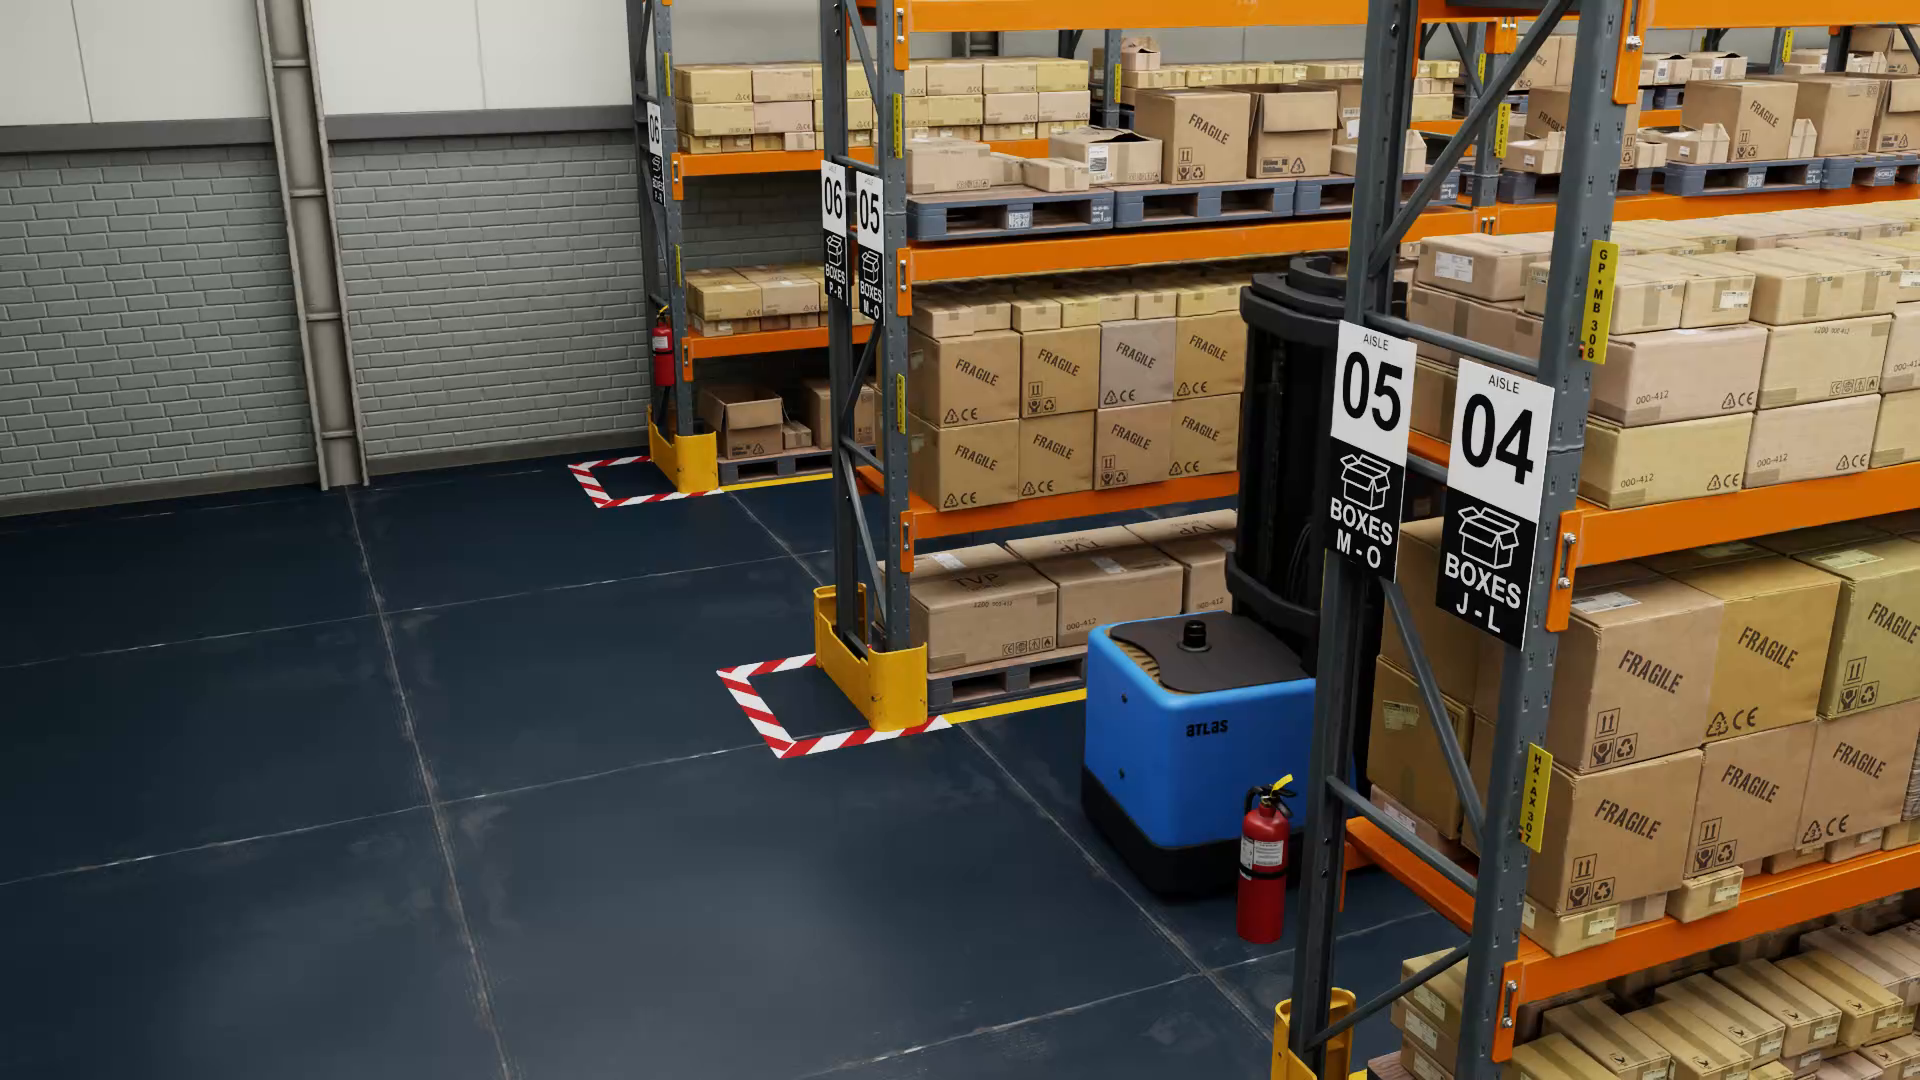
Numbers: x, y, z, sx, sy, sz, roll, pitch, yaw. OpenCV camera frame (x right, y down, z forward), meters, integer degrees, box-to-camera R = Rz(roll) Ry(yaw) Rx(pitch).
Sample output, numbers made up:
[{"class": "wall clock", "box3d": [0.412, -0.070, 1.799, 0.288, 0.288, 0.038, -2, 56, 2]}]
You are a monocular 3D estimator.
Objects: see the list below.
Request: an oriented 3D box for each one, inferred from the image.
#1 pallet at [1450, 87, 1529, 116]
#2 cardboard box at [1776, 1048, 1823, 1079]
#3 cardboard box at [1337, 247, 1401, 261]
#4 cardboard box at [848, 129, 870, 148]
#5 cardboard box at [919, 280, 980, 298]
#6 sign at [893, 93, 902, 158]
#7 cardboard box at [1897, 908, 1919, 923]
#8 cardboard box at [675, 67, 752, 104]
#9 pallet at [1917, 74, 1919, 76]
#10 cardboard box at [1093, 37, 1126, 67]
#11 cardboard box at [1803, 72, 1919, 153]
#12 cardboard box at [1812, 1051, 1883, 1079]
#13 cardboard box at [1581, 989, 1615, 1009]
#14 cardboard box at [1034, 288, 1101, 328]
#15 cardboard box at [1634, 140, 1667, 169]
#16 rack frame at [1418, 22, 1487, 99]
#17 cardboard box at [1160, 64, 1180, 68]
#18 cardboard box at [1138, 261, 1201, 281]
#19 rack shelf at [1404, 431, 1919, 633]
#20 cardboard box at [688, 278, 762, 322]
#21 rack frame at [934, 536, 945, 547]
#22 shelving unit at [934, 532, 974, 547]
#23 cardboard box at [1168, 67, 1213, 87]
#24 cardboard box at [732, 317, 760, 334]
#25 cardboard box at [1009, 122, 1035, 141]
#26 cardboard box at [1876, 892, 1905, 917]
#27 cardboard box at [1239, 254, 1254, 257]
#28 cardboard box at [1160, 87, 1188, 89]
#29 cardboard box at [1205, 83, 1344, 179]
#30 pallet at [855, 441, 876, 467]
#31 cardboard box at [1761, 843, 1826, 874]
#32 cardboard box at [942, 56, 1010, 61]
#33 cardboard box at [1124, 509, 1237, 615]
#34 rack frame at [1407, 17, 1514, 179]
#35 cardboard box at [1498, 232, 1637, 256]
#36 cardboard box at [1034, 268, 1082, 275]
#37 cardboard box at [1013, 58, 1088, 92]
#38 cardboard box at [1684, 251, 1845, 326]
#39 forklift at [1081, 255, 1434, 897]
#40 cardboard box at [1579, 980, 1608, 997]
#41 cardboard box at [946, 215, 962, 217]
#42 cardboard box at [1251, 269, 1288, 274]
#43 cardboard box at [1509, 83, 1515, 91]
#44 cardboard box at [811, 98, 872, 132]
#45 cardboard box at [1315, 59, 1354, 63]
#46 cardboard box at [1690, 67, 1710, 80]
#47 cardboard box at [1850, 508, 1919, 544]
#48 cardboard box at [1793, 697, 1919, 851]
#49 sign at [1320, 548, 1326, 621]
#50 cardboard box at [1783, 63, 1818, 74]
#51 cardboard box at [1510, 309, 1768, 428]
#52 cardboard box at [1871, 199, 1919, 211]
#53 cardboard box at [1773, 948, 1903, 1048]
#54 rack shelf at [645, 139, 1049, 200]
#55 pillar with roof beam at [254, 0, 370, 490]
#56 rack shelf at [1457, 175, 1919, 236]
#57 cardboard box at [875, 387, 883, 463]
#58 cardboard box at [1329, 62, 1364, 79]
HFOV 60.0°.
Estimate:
[{"class": "pallet", "box3d": [5.422, -4.486, 17.015, 1.003, 0.211, 1.213, -7, 21, -19]}, {"class": "cardboard box", "box3d": [3.043, 1.891, 6.348, 0.250, 0.149, 0.380, -9, 21, -25]}, {"class": "cardboard box", "box3d": [2.738, -1.867, 11.175, 0.250, 0.149, 0.380, -8, 21, -23]}, {"class": "cardboard box", "box3d": [-0.944, -3.420, 14.079, 0.250, 0.149, 0.380, -8, 21, -23]}, {"class": "cardboard box", "box3d": [-0.068, -1.452, 9.997, 0.250, 0.149, 0.380, -8, 21, -21]}, {"class": "sign", "box3d": [-0.327, -2.173, 8.725, 0.005, 0.325, 0.100, -8, 21, -22]}, {"class": "cardboard box", "box3d": [4.070, 1.586, 7.213, 0.250, 0.149, 0.380, -9, 21, -25]}, {"class": "cardboard box", "box3d": [-2.004, -3.694, 13.505, 0.500, 0.250, 0.500, -8, 21, -23]}, {"class": "pallet", "box3d": [10.399, -5.223, 18.955, 1.213, 0.211, 1.003, -8, 21, -22]}, {"class": "cardboard box", "box3d": [1.415, -4.456, 15.169, 0.258, 0.266, 0.396, -8, 21, -23]}, {"class": "cardboard box", "box3d": [6.518, -3.097, 11.997, 0.637, 0.503, 0.797, -10, 22, -25]}, {"class": "cardboard box", "box3d": [3.291, 2.030, 6.401, 0.250, 0.149, 0.380, -9, 21, -25]}, {"class": "cardboard box", "box3d": [2.360, 1.799, 6.609, 0.250, 0.149, 0.380, -9, 21, -24]}, {"class": "cardboard box", "box3d": [0.625, -1.361, 9.738, 0.250, 0.149, 0.380, -9, 21, -24]}, {"class": "cardboard box", "box3d": [4.432, -2.567, 10.999, 0.250, 0.166, 0.380, -10, 22, -26]}, {"class": "rack frame", "box3d": [4.834, -5.874, 16.155, 0.127, 3.000, 1.000, -8, 21, -22]}, {"class": "cardboard box", "box3d": [1.844, -4.351, 15.494, 0.250, 0.149, 0.380, -9, 21, -23]}, {"class": "cardboard box", "box3d": [1.333, -1.672, 10.623, 0.250, 0.149, 0.380, -8, 21, -22]}, {"class": "rack shelf", "box3d": [3.348, -0.321, 5.984, 4.000, 0.370, 1.077, -8, 21, -22]}, {"class": "cardboard box", "box3d": [-1.988, -2.039, 14.074, 0.500, 0.250, 0.500, -8, 21, -22]}, {"class": "rack frame", "box3d": [-0.161, -0.472, 12.782, 0.008, 1.050, 0.200, -8, 21, -22]}, {"class": "shelving unit", "box3d": [-0.049, -0.488, 12.828, 0.252, 1.050, 0.215, -8, 21, -22]}, {"class": "cardboard box", "box3d": [2.076, -4.183, 15.015, 0.250, 0.149, 0.380, -9, 21, -23]}, {"class": "cardboard box", "box3d": [-1.885, -1.880, 14.224, 0.250, 0.149, 0.380, -8, 21, -21]}, {"class": "cardboard box", "box3d": [0.472, -3.613, 14.628, 0.250, 0.149, 0.380, -7, 21, -20]}, {"class": "cardboard box", "box3d": [3.801, 1.456, 7.135, 0.250, 0.149, 0.380, -8, 21, -21]}, {"class": "cardboard box", "box3d": [2.589, -2.718, 15.796, 0.258, 0.266, 0.396, -7, 21, -19]}, {"class": "cardboard box", "box3d": [1.845, -4.001, 14.947, 0.250, 0.149, 0.380, -8, 21, -21]}, {"class": "cardboard box", "box3d": [1.906, -2.526, 10.226, 0.637, 0.503, 0.797, -6, 20, -18]}, {"class": "pallet", "box3d": [-0.591, -0.951, 15.405, 1.213, 0.211, 1.003, -8, 21, -22]}, {"class": "cardboard box", "box3d": [2.867, 1.024, 5.975, 0.250, 0.149, 0.380, -8, 21, -22]}, {"class": "cardboard box", "box3d": [0.125, -4.187, 14.905, 0.500, 0.250, 0.500, -9, 21, -23]}, {"class": "cardboard box", "box3d": [1.690, 0.174, 11.238, 0.875, 0.438, 0.875, -9, 21, -24]}, {"class": "rack frame", "box3d": [3.131, -3.834, 10.363, 0.127, 3.000, 1.000, -8, 21, -22]}, {"class": "cardboard box", "box3d": [1.957, -0.893, 5.397, 0.250, 0.149, 0.380, -8, 21, -21]}, {"class": "cardboard box", "box3d": [0.791, -2.446, 15.231, 0.500, 0.250, 0.500, -8, 21, -21]}, {"class": "cardboard box", "box3d": [0.794, -4.098, 14.654, 0.500, 0.250, 0.500, -8, 21, -22]}, {"class": "cardboard box", "box3d": [2.419, -0.765, 5.034, 0.250, 0.149, 0.380, -8, 21, -22]}, {"class": "forklift", "box3d": [2.217, 0.070, 8.410, 3.031, 2.935, 1.130, -6, 20, -17]}, {"class": "cardboard box", "box3d": [2.338, 1.648, 6.588, 0.250, 0.149, 0.380, -9, 21, -23]}, {"class": "cardboard box", "box3d": [-0.311, -2.826, 15.182, 0.500, 0.500, 0.500, -9, 21, -23]}, {"class": "cardboard box", "box3d": [2.016, -1.578, 10.354, 0.250, 0.149, 0.380, -8, 21, -22]}, {"class": "cardboard box", "box3d": [5.275, -4.547, 16.473, 0.250, 0.166, 0.380, -8, 21, -22]}, {"class": "cardboard box", "box3d": [-1.062, -3.588, 13.957, 0.500, 0.250, 0.500, -9, 21, -24]}, {"class": "cardboard box", "box3d": [3.689, -4.645, 16.359, 0.250, 0.149, 0.380, -7, 21, -20]}, {"class": "cardboard box", "box3d": [7.618, -4.875, 17.429, 0.250, 0.149, 0.380, -8, 21, -22]}, {"class": "cardboard box", "box3d": [3.443, 0.182, 5.883, 0.500, 0.500, 0.500, -9, 21, -24]}, {"class": "cardboard box", "box3d": [2.970, 0.717, 5.872, 0.500, 0.500, 0.500, -8, 21, -21]}, {"class": "sign", "box3d": [1.310, 0.151, 5.858, 0.005, 0.325, 0.100, -8, 21, -22]}, {"class": "cardboard box", "box3d": [9.040, -5.078, 18.007, 0.250, 0.149, 0.380, -8, 21, -21]}, {"class": "cardboard box", "box3d": [2.027, -0.542, 5.001, 0.500, 0.250, 0.500, -8, 21, -21]}, {"class": "cardboard box", "box3d": [3.596, -1.154, 6.139, 0.250, 0.149, 0.380, -7, 21, -19]}, {"class": "cardboard box", "box3d": [3.328, 1.739, 6.330, 0.250, 0.149, 0.380, -8, 21, -21]}, {"class": "rack shelf", "box3d": [-0.675, -3.330, 14.531, 4.000, 0.370, 1.077, -8, 21, -22]}, {"class": "pillar with roof beam", "box3d": [-3.639, -3.429, 9.211, 0.400, 9.000, 9.100, -8, 21, -22]}, {"class": "rack shelf", "box3d": [4.968, -2.343, 11.728, 4.000, 0.370, 1.077, -8, 21, -22]}, {"class": "cardboard box", "box3d": [-0.204, -0.670, 10.257, 0.500, 0.500, 0.500, -8, 21, -22]}, {"class": "cardboard box", "box3d": [3.675, -4.444, 15.789, 0.250, 0.149, 0.380, -9, 21, -23]}]
